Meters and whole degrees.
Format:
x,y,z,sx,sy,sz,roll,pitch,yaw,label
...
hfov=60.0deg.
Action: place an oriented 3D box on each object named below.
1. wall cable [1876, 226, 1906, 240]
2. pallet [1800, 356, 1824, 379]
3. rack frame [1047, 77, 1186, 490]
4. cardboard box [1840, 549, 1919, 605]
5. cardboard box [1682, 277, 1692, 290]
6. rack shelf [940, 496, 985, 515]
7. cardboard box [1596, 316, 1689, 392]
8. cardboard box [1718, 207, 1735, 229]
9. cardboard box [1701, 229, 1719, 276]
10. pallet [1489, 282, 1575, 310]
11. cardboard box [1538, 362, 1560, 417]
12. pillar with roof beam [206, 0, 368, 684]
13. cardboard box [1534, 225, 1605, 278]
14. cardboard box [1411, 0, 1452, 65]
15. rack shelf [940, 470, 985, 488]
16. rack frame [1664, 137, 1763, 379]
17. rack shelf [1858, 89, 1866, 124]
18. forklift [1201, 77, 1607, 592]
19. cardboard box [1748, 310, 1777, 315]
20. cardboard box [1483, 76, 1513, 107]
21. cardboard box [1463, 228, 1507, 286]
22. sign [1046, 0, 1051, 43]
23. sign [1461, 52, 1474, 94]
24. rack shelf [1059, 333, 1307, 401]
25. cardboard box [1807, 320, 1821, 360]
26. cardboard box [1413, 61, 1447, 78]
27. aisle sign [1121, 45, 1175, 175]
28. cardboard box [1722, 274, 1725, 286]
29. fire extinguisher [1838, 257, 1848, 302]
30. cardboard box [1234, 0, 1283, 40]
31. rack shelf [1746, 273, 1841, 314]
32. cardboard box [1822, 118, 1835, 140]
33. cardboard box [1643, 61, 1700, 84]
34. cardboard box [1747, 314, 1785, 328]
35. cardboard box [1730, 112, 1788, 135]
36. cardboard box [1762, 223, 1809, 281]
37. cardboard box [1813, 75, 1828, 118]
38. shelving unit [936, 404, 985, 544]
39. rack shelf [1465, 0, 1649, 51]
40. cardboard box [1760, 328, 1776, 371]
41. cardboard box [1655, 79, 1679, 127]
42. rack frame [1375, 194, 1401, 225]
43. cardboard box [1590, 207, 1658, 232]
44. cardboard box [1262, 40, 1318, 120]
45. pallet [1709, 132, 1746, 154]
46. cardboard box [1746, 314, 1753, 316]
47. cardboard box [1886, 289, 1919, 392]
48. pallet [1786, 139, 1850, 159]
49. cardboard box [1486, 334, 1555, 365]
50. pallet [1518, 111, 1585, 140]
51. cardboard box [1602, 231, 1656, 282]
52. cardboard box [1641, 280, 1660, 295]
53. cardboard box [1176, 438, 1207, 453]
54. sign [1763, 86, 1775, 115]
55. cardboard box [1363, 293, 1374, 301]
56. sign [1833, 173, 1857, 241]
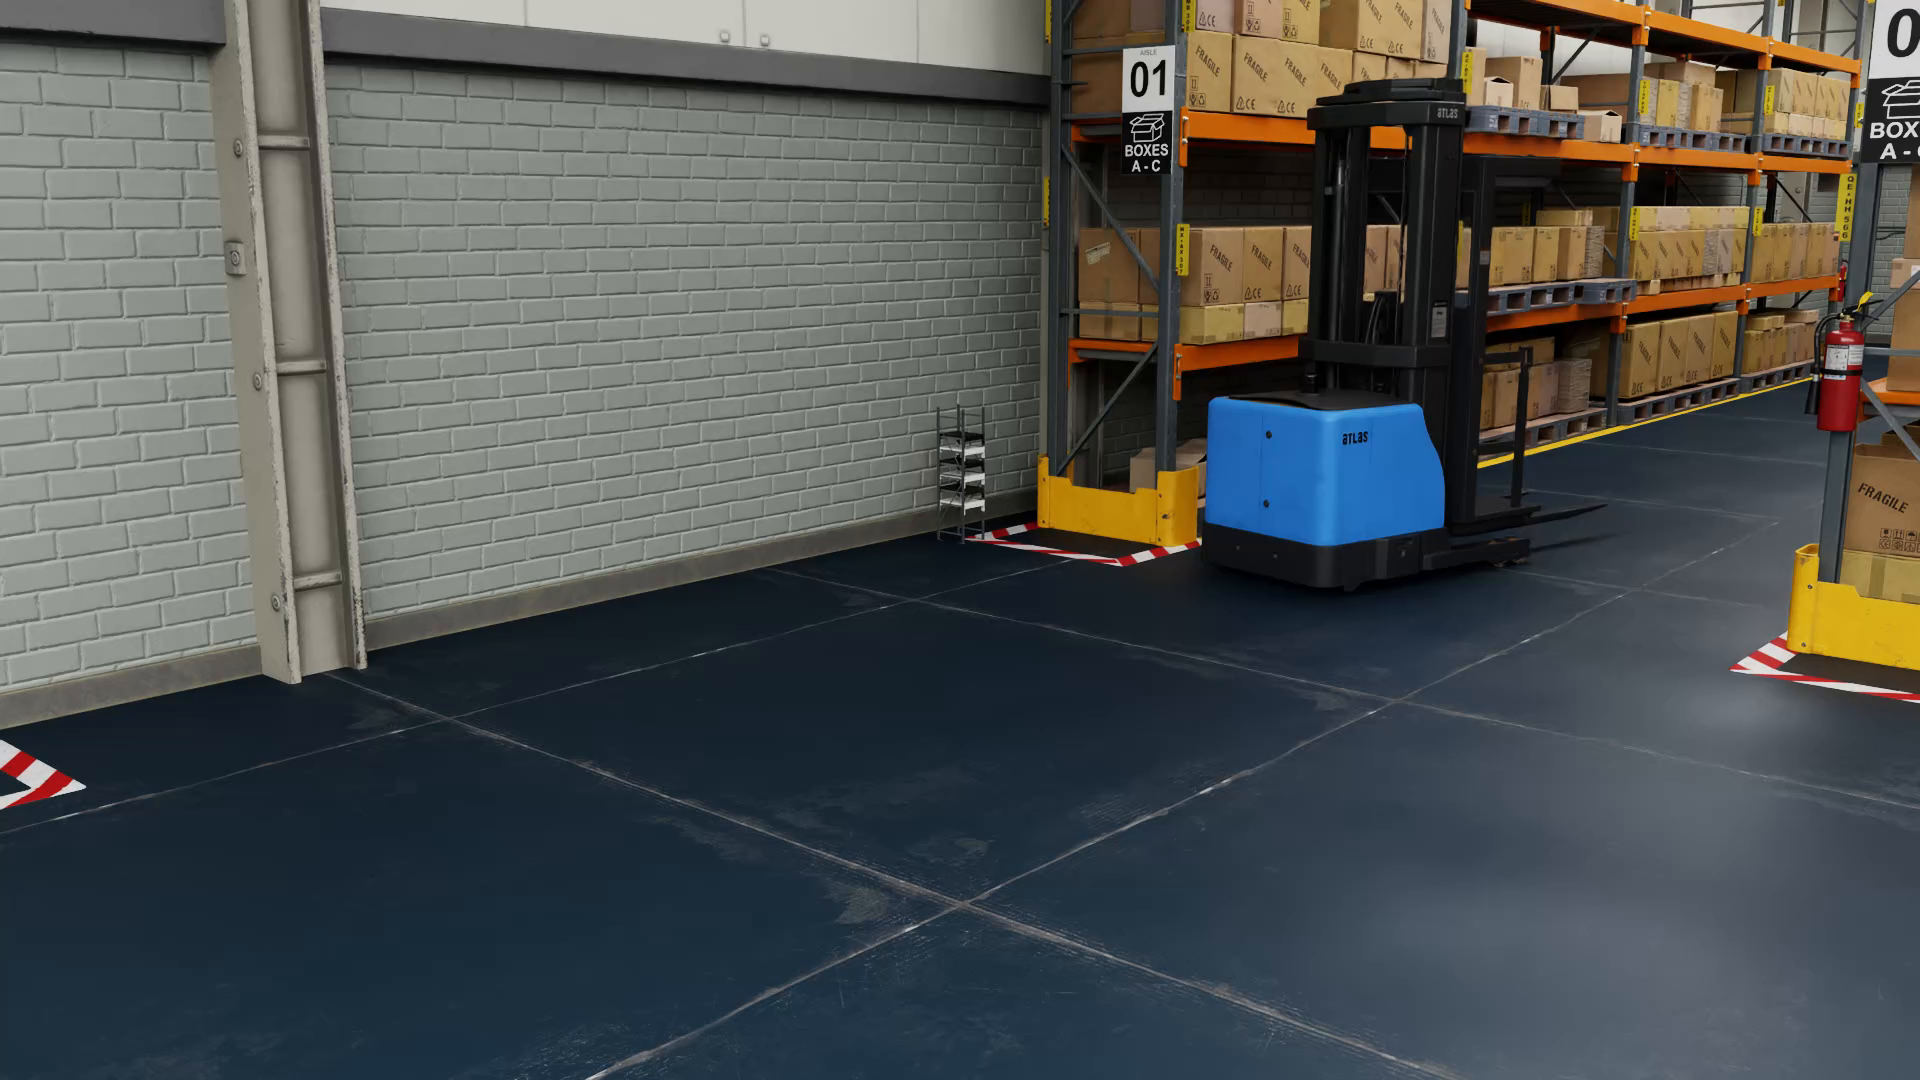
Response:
x,y,z,sx,sy,sz,roll,pitch,yaw,label
15.582,-6.069,26.548,3.097,2.526,0.112,10,15,40,wall cable
11.111,-2.368,22.530,1.003,0.211,1.213,10,15,40,pallet
1.018,-1.510,11.111,1.000,3.000,0.127,10,15,40,rack frame
4.873,0.156,8.721,0.500,0.250,0.500,10,15,40,cardboard box
7.873,-2.856,18.445,0.380,0.149,0.250,10,15,42,cardboard box
0.005,-0.233,11.171,0.258,0.077,0.200,10,15,40,rack shelf
7.466,-2.058,18.271,0.750,0.750,0.750,10,15,40,cardboard box
8.478,-3.672,18.956,0.500,0.250,0.500,10,15,42,cardboard box
8.157,-3.230,18.659,0.500,0.500,0.500,10,15,40,cardboard box
5.023,-2.296,15.538,1.003,0.211,1.213,10,15,40,pallet
5.435,-1.503,16.337,0.700,0.500,0.500,10,15,40,cardboard box
0.103,-3.227,4.392,9.100,9.000,0.400,10,15,40,pillar with roof beam
5.996,-2.881,16.598,0.700,0.500,0.500,8,14,34,cardboard box
3.531,-4.009,13.109,0.500,0.500,0.500,8,14,36,cardboard box
0.005,-0.410,11.135,0.258,0.077,0.200,10,15,40,rack shelf
8.939,-3.275,19.950,1.000,3.000,0.127,10,15,40,rack frame
6.062,-2.282,9.157,1.077,0.370,4.000,10,15,40,rack shelf
2.977,-1.341,10.443,3.031,2.935,1.130,-8,14,-35,forklift
10.626,-2.979,22.120,0.380,0.149,0.250,10,15,41,cardboard box
4.486,-3.892,14.536,0.500,0.311,0.500,10,15,42,cardboard box
4.394,-2.515,14.764,0.500,0.500,0.700,-10,15,-42,cardboard box
0.614,-3.489,11.104,0.100,0.325,0.005,10,15,40,sign
4.071,-3.753,13.367,0.100,0.325,0.005,10,15,40,sign
2.338,-1.451,12.654,1.077,0.370,4.000,10,15,40,rack shelf
11.193,-2.728,22.520,0.700,0.500,0.500,10,15,40,cardboard box
3.509,-3.521,13.218,0.500,0.500,0.500,10,15,42,cardboard box
1.196,-2.735,10.609,0.394,0.787,0.004,10,15,40,aisle sign
8.575,-3.003,19.178,0.380,0.149,0.250,10,15,42,cardboard box
12.026,-3.605,22.753,0.296,0.674,0.183,10,15,40,fire extinguisher
1.824,-3.622,11.171,0.500,0.500,0.500,10,15,40,cardboard box
10.259,-3.217,21.494,1.077,0.370,4.000,10,15,40,rack shelf
10.953,-5.297,21.471,0.500,0.250,0.500,9,14,38,cardboard box
7.907,-5.183,18.550,0.500,0.250,0.500,9,15,39,cardboard box
10.217,-2.774,21.094,0.380,0.149,0.250,9,15,39,cardboard box
9.593,-4.995,19.959,0.500,0.250,0.500,10,15,40,cardboard box
10.268,-3.715,21.386,0.980,0.700,0.700,9,14,38,cardboard box
10.625,-5.591,21.026,0.500,0.500,0.500,9,14,38,cardboard box
0.005,-0.442,11.129,0.258,0.900,0.210,10,15,40,shelving unit
4.979,-4.785,15.052,1.077,0.370,4.000,10,15,40,rack shelf
9.844,-2.425,21.006,0.700,0.500,0.500,10,15,40,cardboard box
7.261,-4.666,17.875,0.700,0.500,0.500,11,16,43,cardboard box
3.658,-2.098,14.057,1.000,3.000,0.127,10,15,40,rack frame
6.811,-3.297,17.078,0.500,0.250,0.500,10,15,42,cardboard box
2.148,-3.208,11.647,0.500,0.500,0.500,11,16,43,cardboard box
8.371,-4.511,18.968,0.805,0.209,1.217,9,14,38,pallet
9.952,-2.828,21.366,0.380,0.149,0.250,10,15,41,cardboard box
5.059,-0.986,8.233,0.700,0.500,0.500,10,15,40,cardboard box
11.098,-5.181,22.058,1.003,0.211,1.213,10,15,40,pallet
5.439,-1.856,16.189,0.500,0.250,0.500,10,15,41,cardboard box
4.828,-3.707,14.934,1.213,0.211,1.003,10,15,40,pallet
6.812,-2.930,17.155,0.500,0.500,0.500,10,15,42,cardboard box
7.102,-2.656,17.440,0.380,0.149,0.250,10,15,42,cardboard box
1.919,-0.581,12.202,0.500,0.311,0.500,-11,15,-43,cardboard box
9.353,-5.085,19.231,0.100,0.325,0.005,10,15,40,sign
2.918,-1.777,12.783,0.500,0.250,0.500,10,15,40,cardboard box
4.343,-1.626,8.132,0.100,0.325,0.005,10,15,40,sign
